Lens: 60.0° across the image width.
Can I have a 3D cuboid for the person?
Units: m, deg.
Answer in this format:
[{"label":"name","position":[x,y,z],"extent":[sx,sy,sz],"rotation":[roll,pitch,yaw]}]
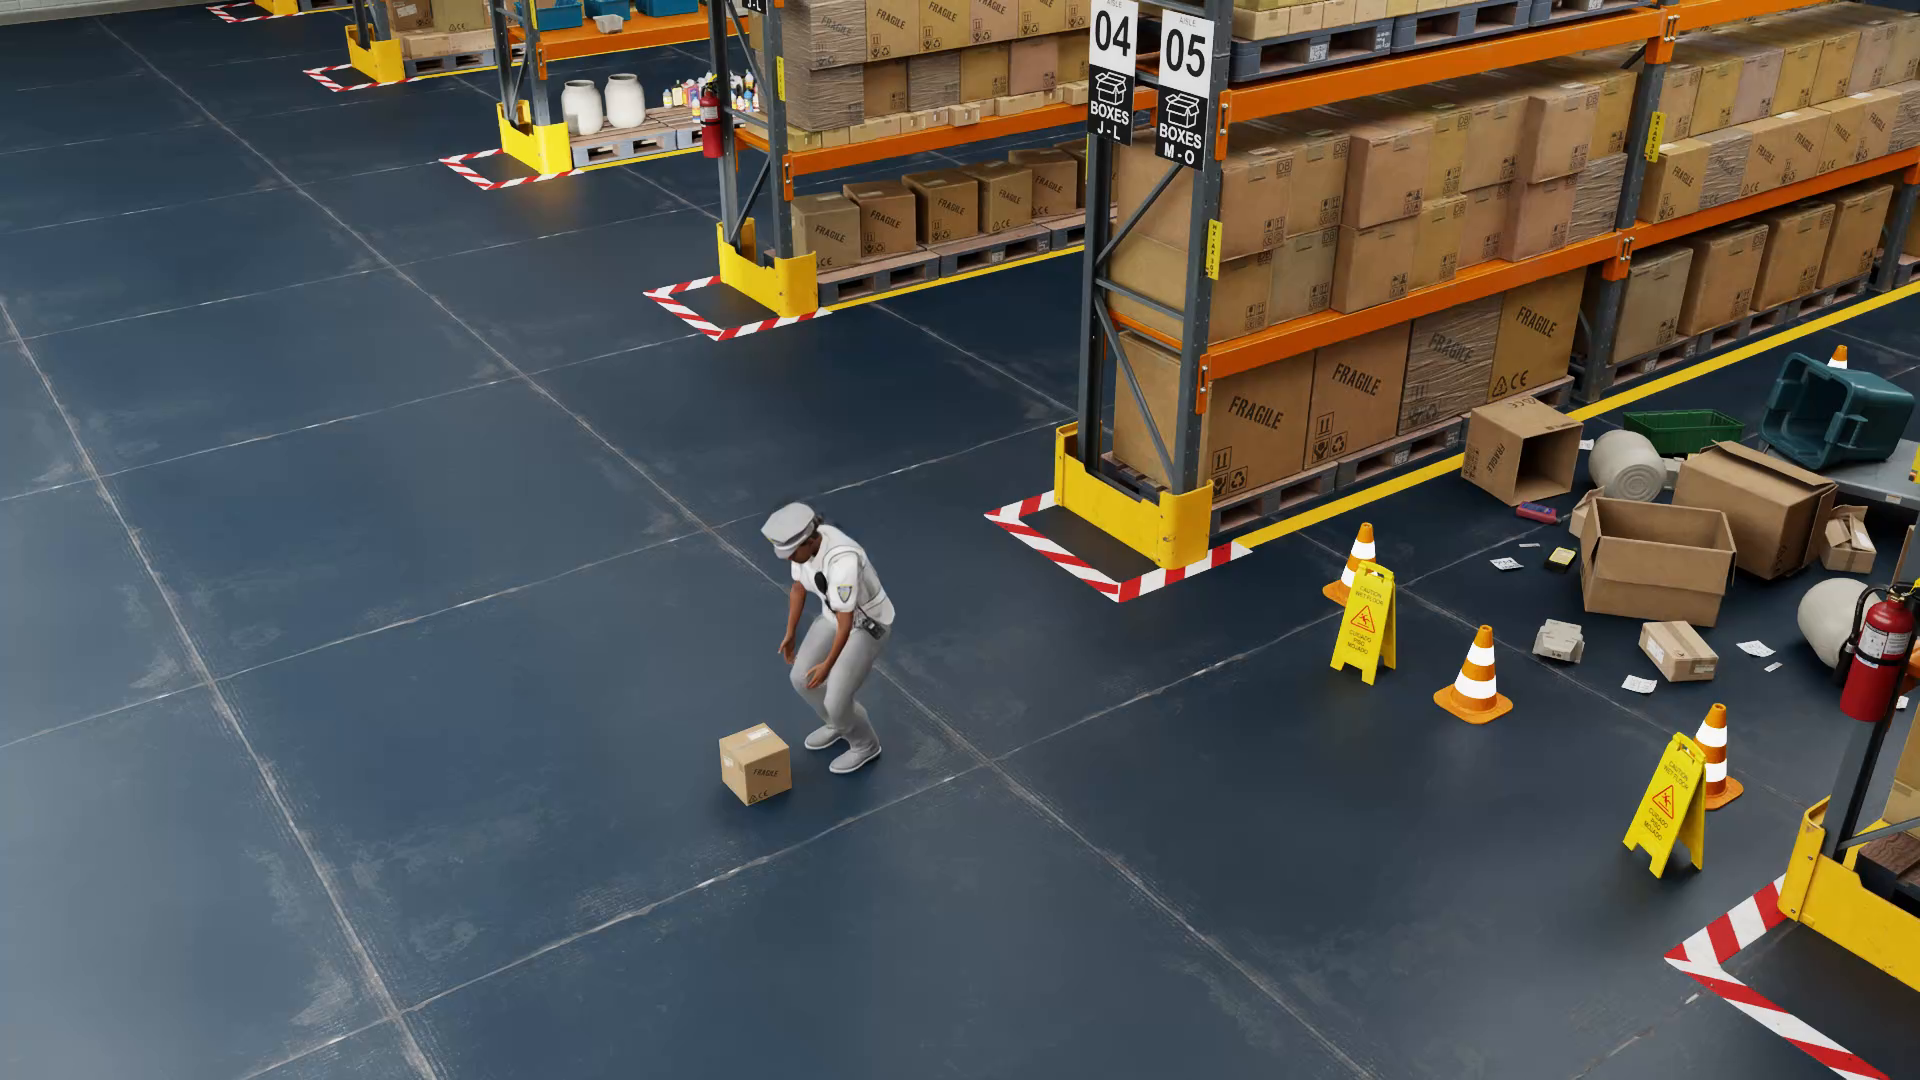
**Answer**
[{"label":"person","position":[-0.721,0.764,8.135],"extent":[0.872,0.846,0.480],"rotation":[-19,34,-30]}]
